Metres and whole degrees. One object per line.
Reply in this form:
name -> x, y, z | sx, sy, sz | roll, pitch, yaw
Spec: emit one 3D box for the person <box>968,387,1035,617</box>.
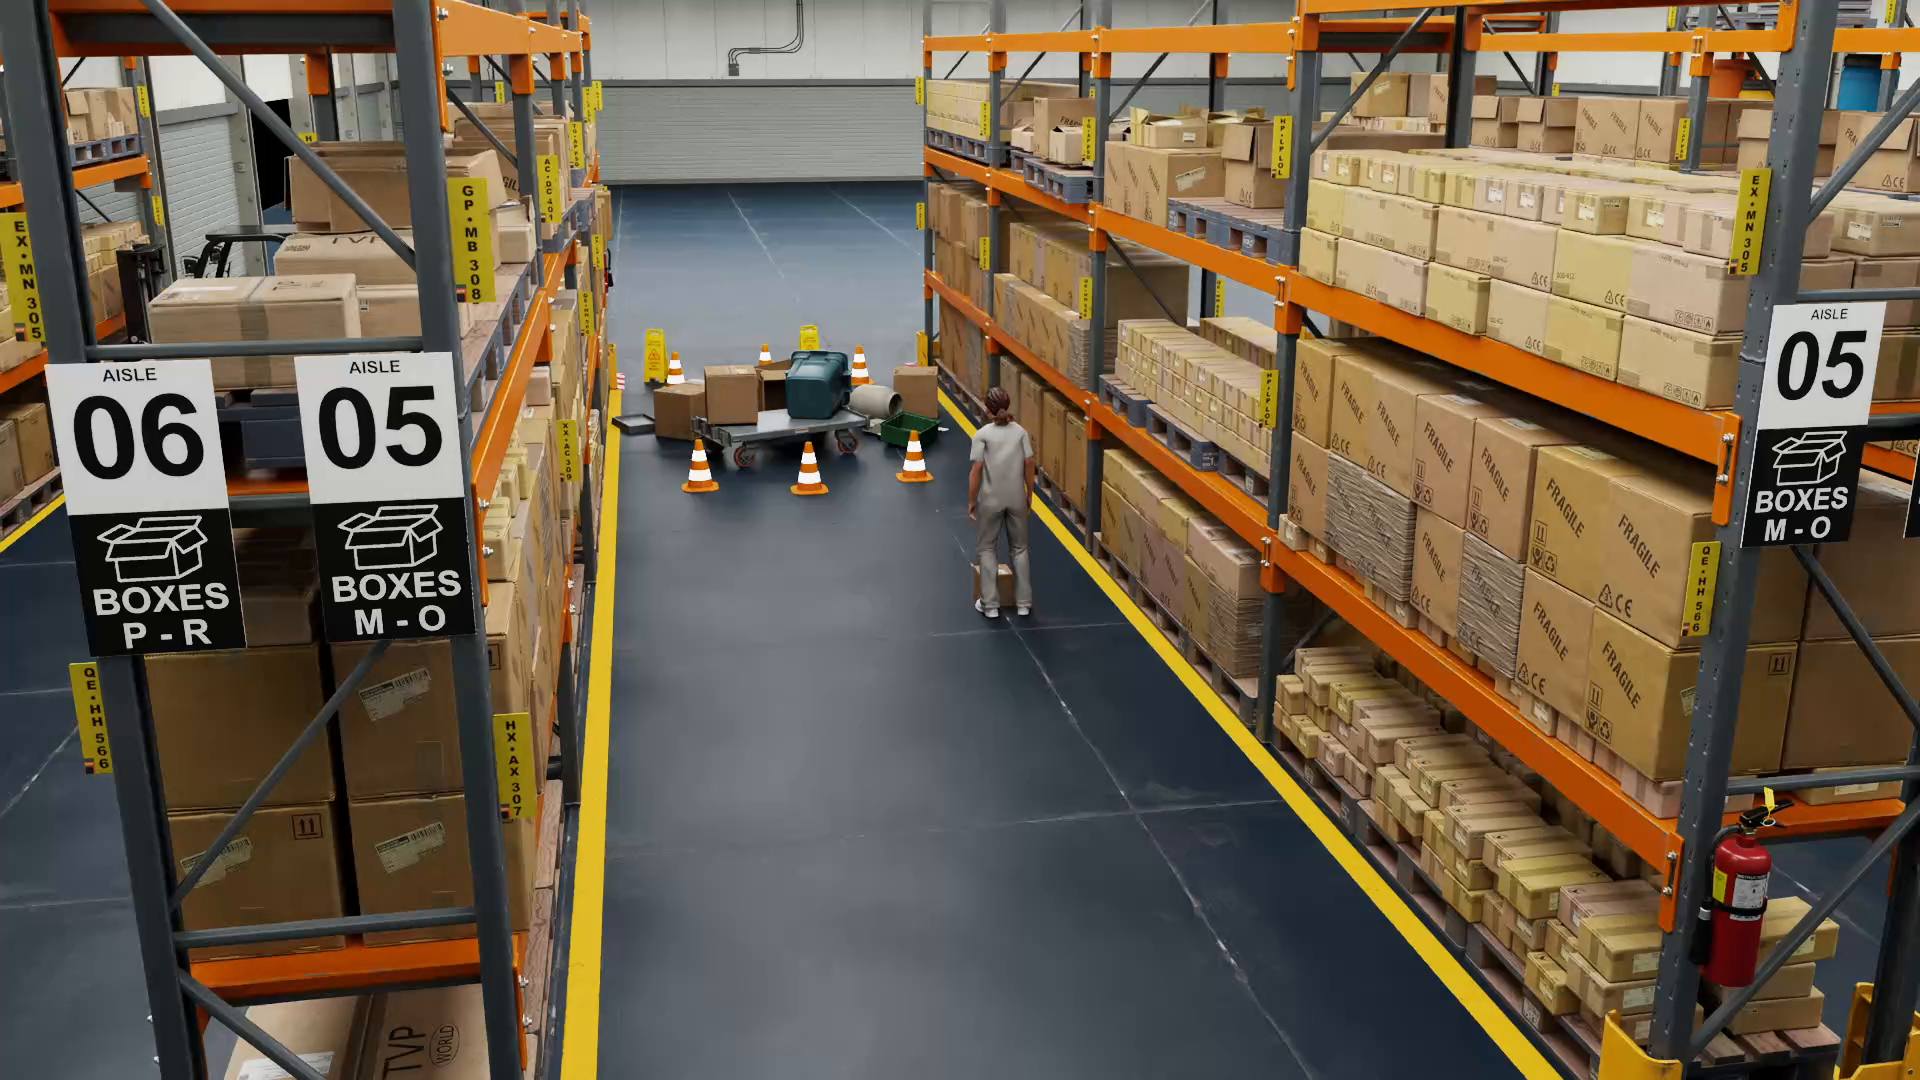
person -> 0.303, -0.270, 11.959 | 0.512, 1.671, 0.361 | -4, 17, -14
